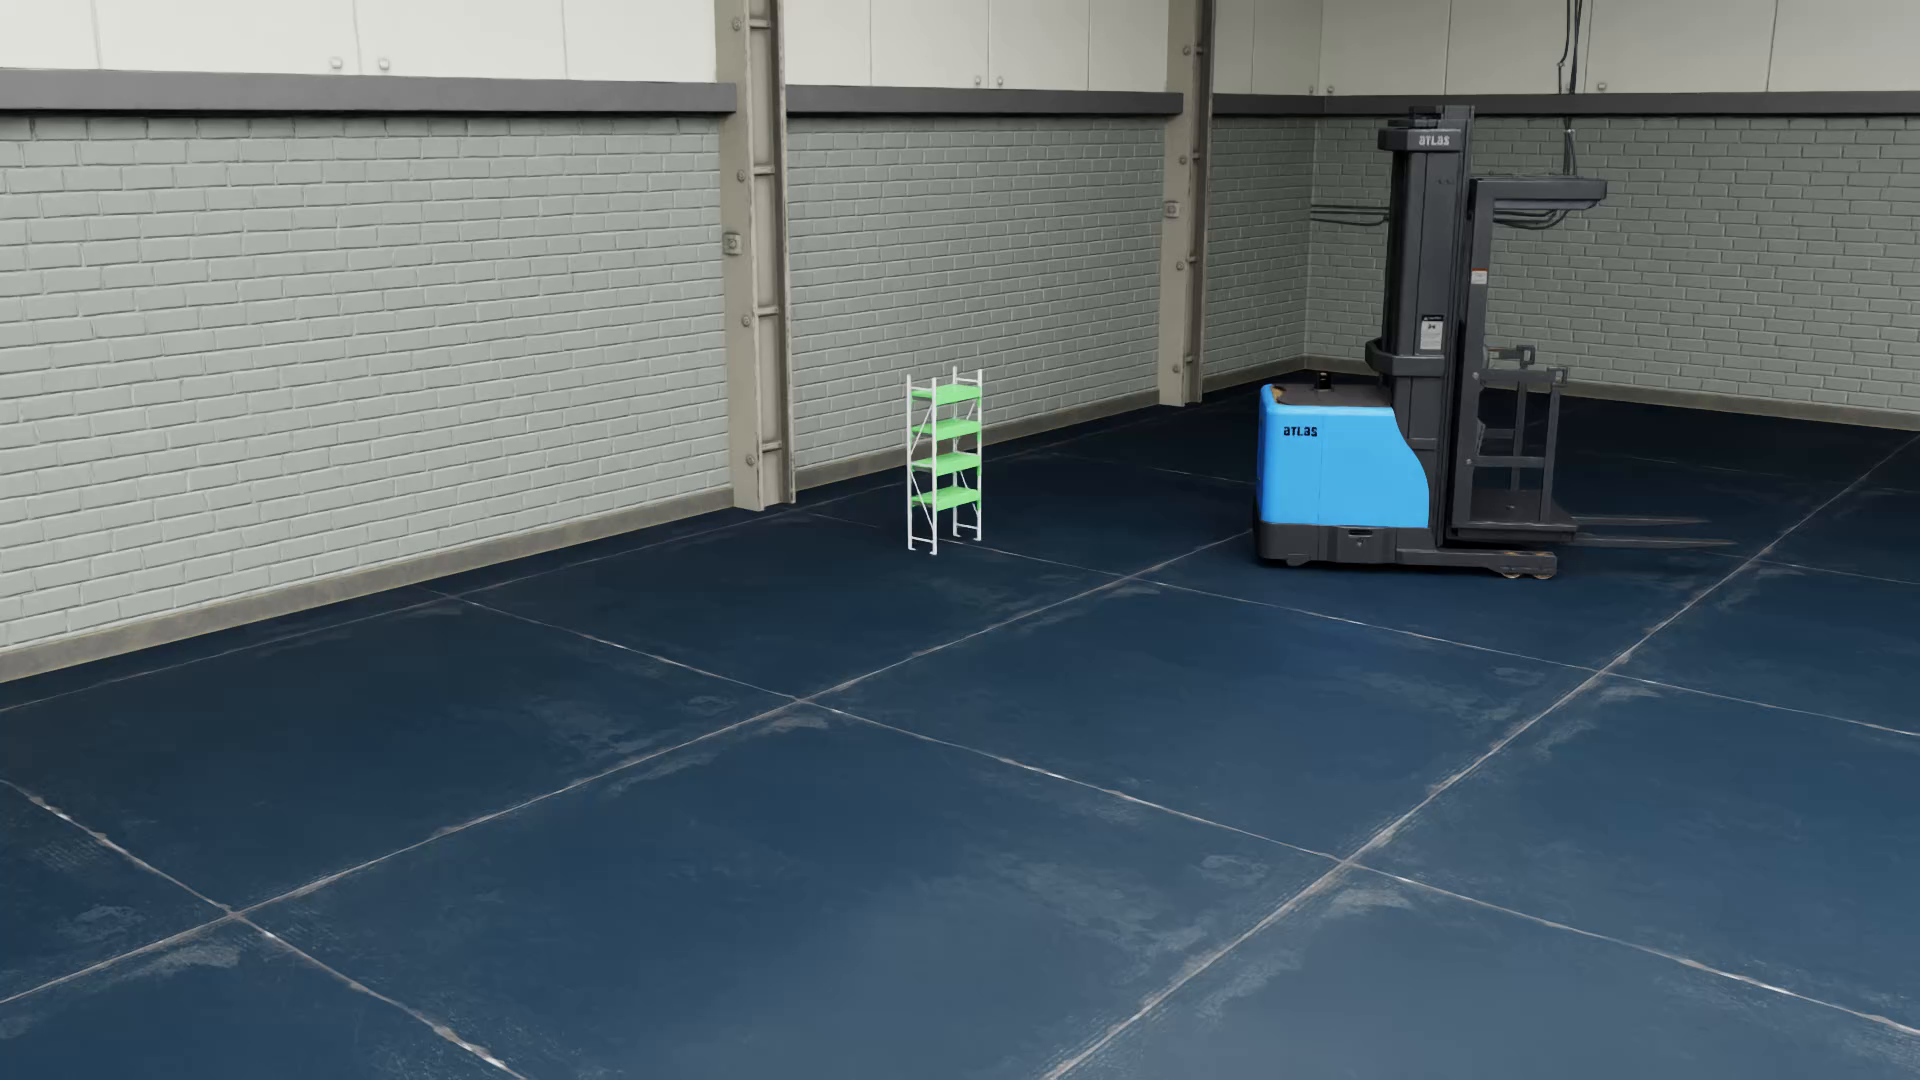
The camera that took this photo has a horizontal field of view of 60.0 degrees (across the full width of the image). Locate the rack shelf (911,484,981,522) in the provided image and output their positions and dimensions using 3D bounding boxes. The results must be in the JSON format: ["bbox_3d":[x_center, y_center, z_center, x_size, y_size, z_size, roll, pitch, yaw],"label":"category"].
[{"bbox_3d":[-0.104,-0.255,11.425,0.258,0.148,0.480,11,18,38],"label":"rack shelf"}]

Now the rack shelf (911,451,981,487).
[{"bbox_3d":[-0.104,-0.488,11.366,0.258,0.148,0.480,11,18,38],"label":"rack shelf"}]

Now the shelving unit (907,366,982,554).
[{"bbox_3d":[-0.104,-0.550,11.350,0.258,1.200,0.503,11,18,38],"label":"shelving unit"}]

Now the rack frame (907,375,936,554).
[{"bbox_3d":[-0.257,-0.503,11.166,0.240,1.200,0.015,11,18,38],"label":"rack frame"}]

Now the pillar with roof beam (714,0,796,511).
[{"bbox_3d":[1.849,-3.970,8.975,9.100,9.000,0.400,11,18,38],"label":"pillar with roof beam"}]

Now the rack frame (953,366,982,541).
[{"bbox_3d":[0.049,-0.597,11.534,0.240,1.200,0.015,11,18,38],"label":"rack frame"}]

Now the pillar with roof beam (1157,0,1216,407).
[{"bbox_3d":[5.620,-5.119,13.498,9.100,9.000,0.400,11,18,38],"label":"pillar with roof beam"}]

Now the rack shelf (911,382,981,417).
[{"bbox_3d":[-0.104,-0.953,11.248,0.258,0.148,0.480,11,18,38],"label":"rack shelf"}]

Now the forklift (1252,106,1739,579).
[{"bbox_3d":[3.516,-1.309,10.822,3.031,2.935,1.130,2,14,7],"label":"forklift"}]

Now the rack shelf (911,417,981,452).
[{"bbox_3d":[-0.104,-0.721,11.307,0.258,0.148,0.480,11,18,38],"label":"rack shelf"}]

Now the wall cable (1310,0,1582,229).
[{"bbox_3d":[5.152,-4.640,17.918,3.097,2.526,0.112,11,18,38],"label":"wall cable"}]
